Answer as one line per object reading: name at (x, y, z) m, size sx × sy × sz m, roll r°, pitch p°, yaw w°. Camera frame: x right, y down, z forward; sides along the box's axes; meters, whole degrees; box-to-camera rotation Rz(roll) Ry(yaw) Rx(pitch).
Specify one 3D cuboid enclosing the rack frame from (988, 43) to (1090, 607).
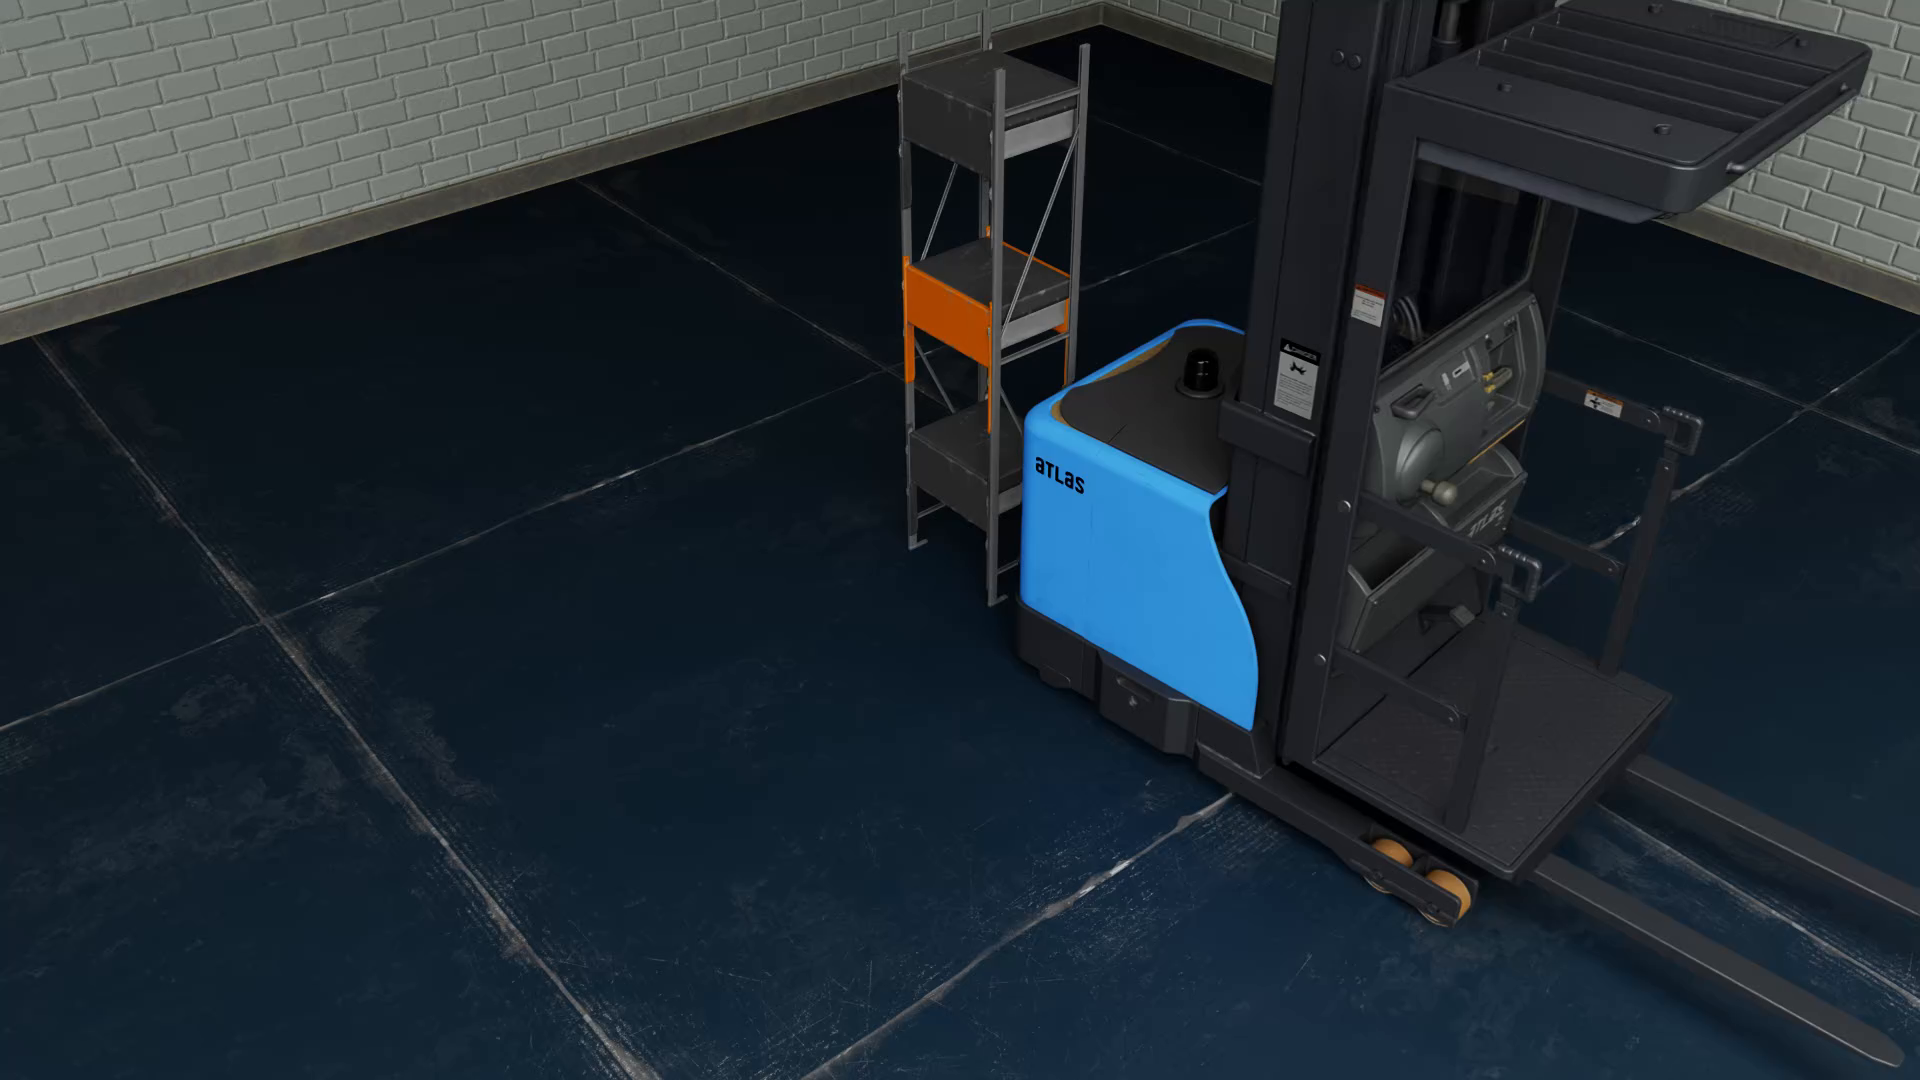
rack frame at (0.264, -0.676, 5.888) m, size 0.400 × 2.100 × 0.015 m, roll -26°, pitch 43°, yaw -32°

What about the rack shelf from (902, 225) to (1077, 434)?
rack shelf at (0.107, -0.773, 6.048) m, size 0.431 × 0.518 × 0.480 m, roll -26°, pitch 43°, yaw -32°

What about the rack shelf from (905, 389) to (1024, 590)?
rack shelf at (0.107, -0.201, 6.452) m, size 0.431 × 0.518 × 0.480 m, roll -26°, pitch 43°, yaw -32°

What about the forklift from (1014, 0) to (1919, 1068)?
forklift at (1.611, -0.361, 4.724) m, size 3.031 × 2.935 × 1.130 m, roll 29°, pitch 44°, yaw 34°

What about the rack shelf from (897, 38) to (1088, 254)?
rack shelf at (0.107, -1.344, 5.643) m, size 0.431 × 0.518 × 0.480 m, roll -26°, pitch 43°, yaw -32°

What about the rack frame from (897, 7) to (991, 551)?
rack frame at (-0.051, -0.892, 6.192) m, size 0.400 × 2.100 × 0.015 m, roll -26°, pitch 43°, yaw -32°

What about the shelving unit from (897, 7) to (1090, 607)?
shelving unit at (0.107, -0.784, 6.040) m, size 0.431 × 2.100 × 0.503 m, roll -26°, pitch 43°, yaw -32°
